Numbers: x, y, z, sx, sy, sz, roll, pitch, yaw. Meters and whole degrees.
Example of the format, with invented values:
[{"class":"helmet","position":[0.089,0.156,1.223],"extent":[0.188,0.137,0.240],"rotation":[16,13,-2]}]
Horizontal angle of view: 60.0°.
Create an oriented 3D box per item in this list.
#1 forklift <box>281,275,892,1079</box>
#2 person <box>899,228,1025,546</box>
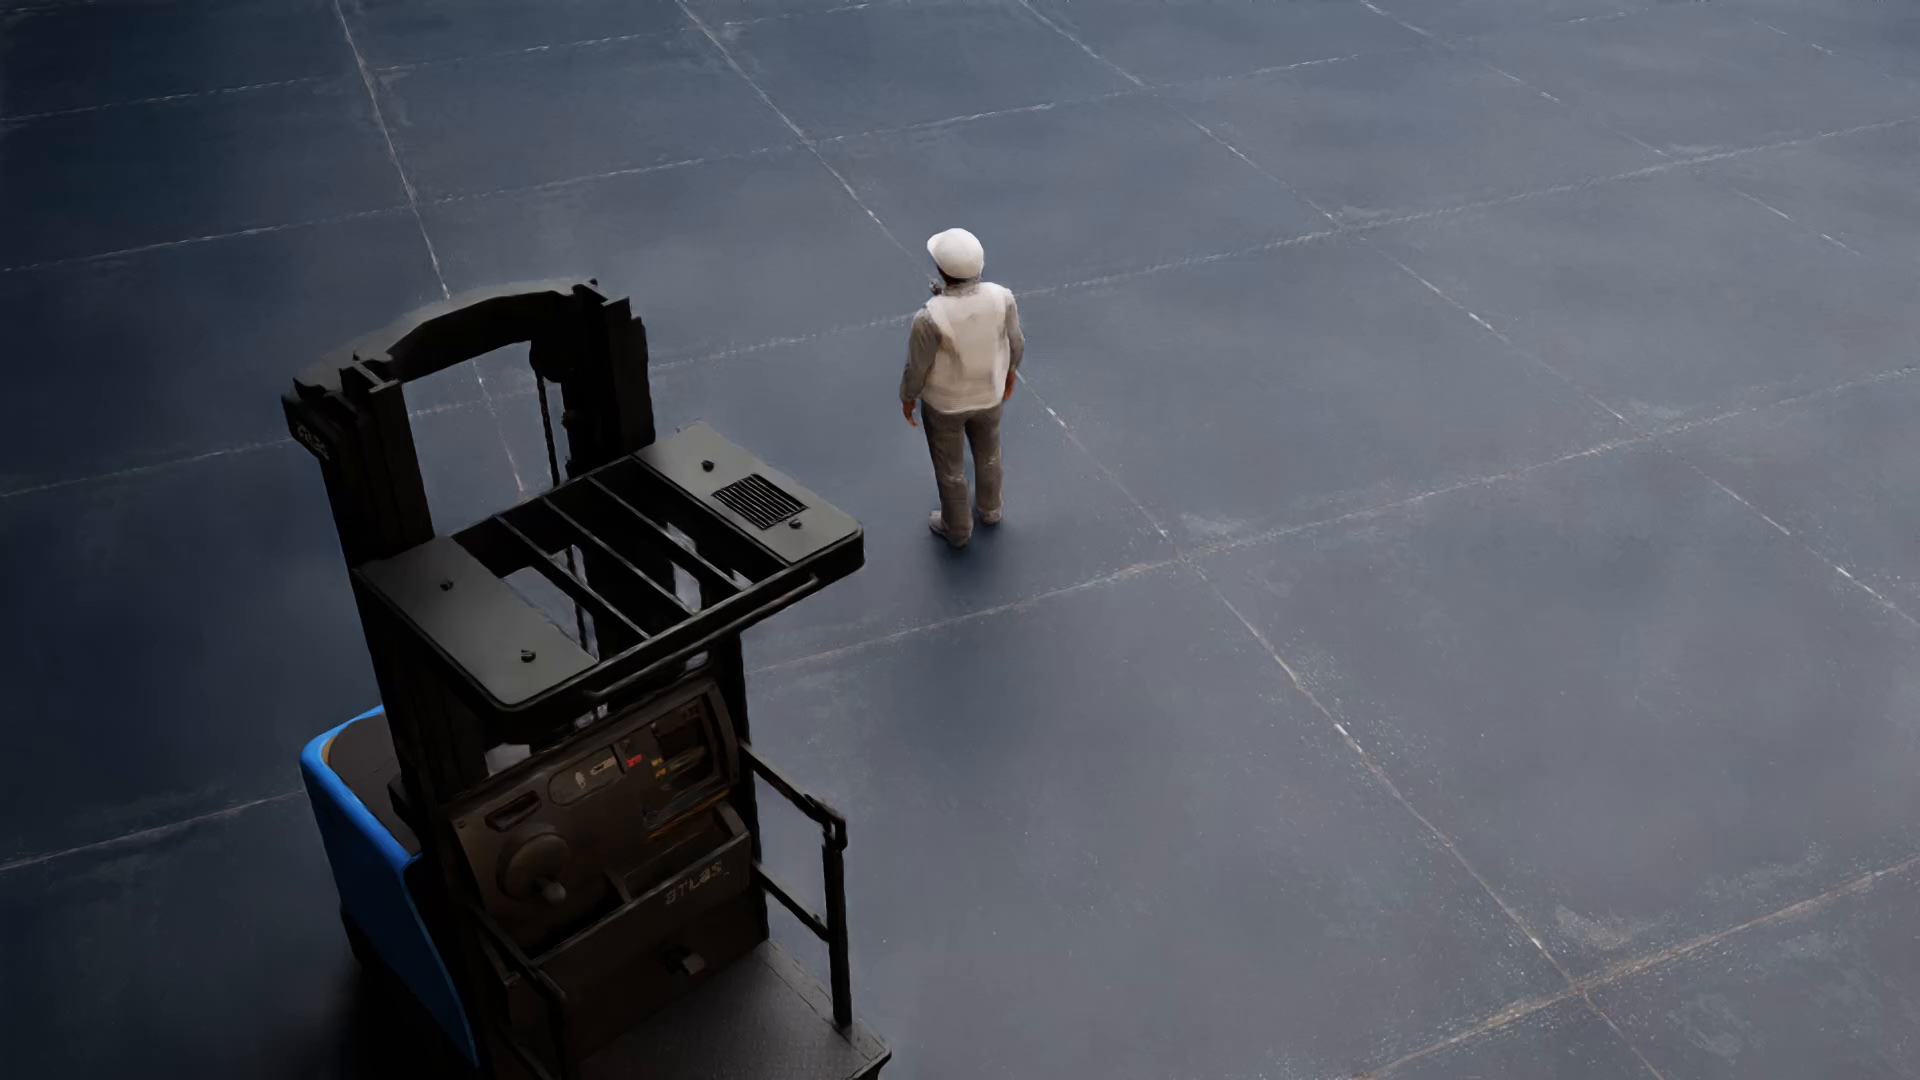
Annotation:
[{"class":"forklift","position":[-0.943,0.827,4.936],"extent":[1.130,2.935,3.031],"rotation":[-28,44,-34]},{"class":"person","position":[-0.017,-0.764,8.159],"extent":[0.632,1.773,0.567],"rotation":[-14,38,-19]}]
